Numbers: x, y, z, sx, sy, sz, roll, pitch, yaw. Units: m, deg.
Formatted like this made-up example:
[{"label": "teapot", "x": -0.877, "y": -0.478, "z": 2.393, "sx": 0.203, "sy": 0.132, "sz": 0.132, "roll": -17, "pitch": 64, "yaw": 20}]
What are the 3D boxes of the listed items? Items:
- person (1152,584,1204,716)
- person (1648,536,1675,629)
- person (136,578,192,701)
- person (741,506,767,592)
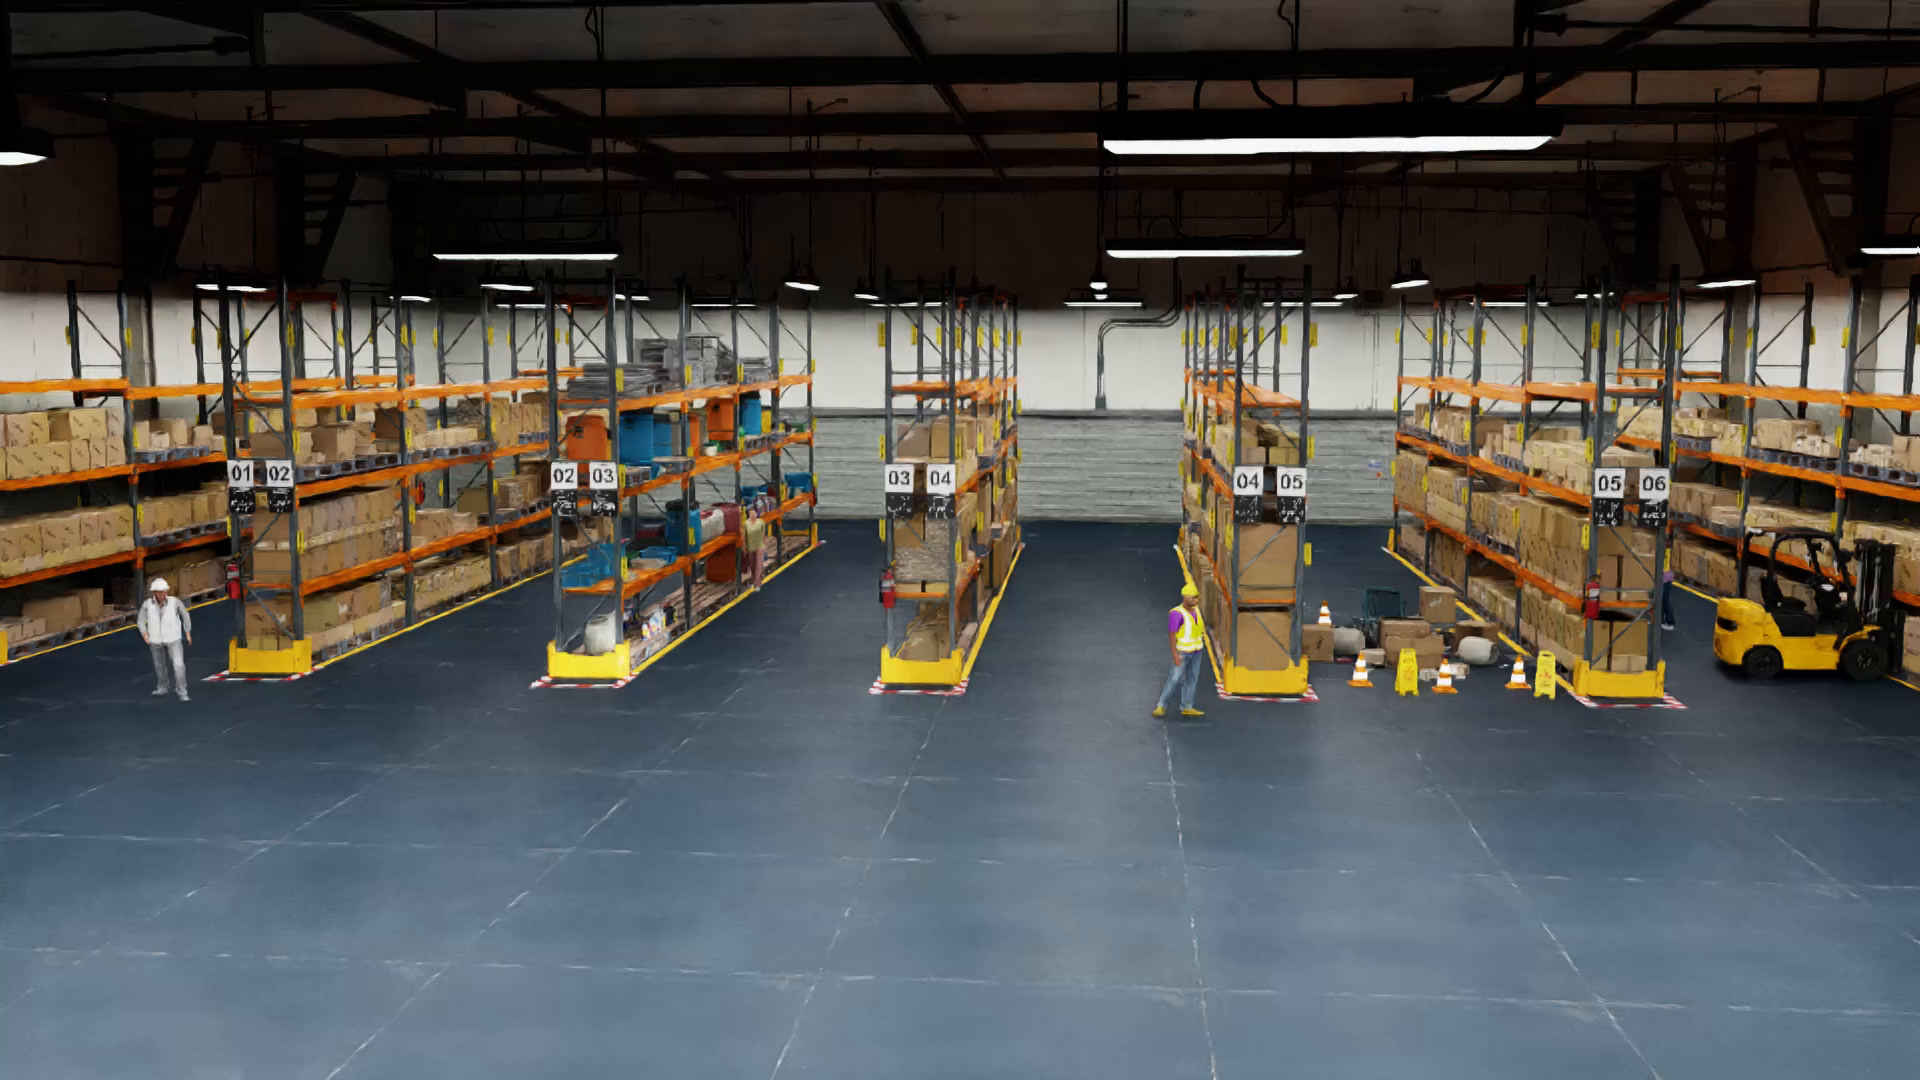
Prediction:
[{"label": "person", "x": 2.893, "y": 1.465, "z": 22.012, "sx": 0.723, "sy": 1.762, "sz": 0.474, "roll": -5, "pitch": 9, "yaw": -38}, {"label": "person", "x": 12.138, "y": 0.718, "z": 28.734, "sx": 0.511, "sy": 1.596, "sz": 0.494, "roll": 5, "pitch": 8, "yaw": 35}, {"label": "person", "x": -10.991, "y": 1.358, "z": 23.032, "sx": 0.682, "sy": 1.713, "sz": 0.844, "roll": -1, "pitch": 7, "yaw": -12}, {"label": "person", "x": -3.857, "y": 0.142, "z": 31.052, "sx": 0.451, "sy": 1.586, "sz": 1.093, "roll": 0, "pitch": 7, "yaw": 3}]
